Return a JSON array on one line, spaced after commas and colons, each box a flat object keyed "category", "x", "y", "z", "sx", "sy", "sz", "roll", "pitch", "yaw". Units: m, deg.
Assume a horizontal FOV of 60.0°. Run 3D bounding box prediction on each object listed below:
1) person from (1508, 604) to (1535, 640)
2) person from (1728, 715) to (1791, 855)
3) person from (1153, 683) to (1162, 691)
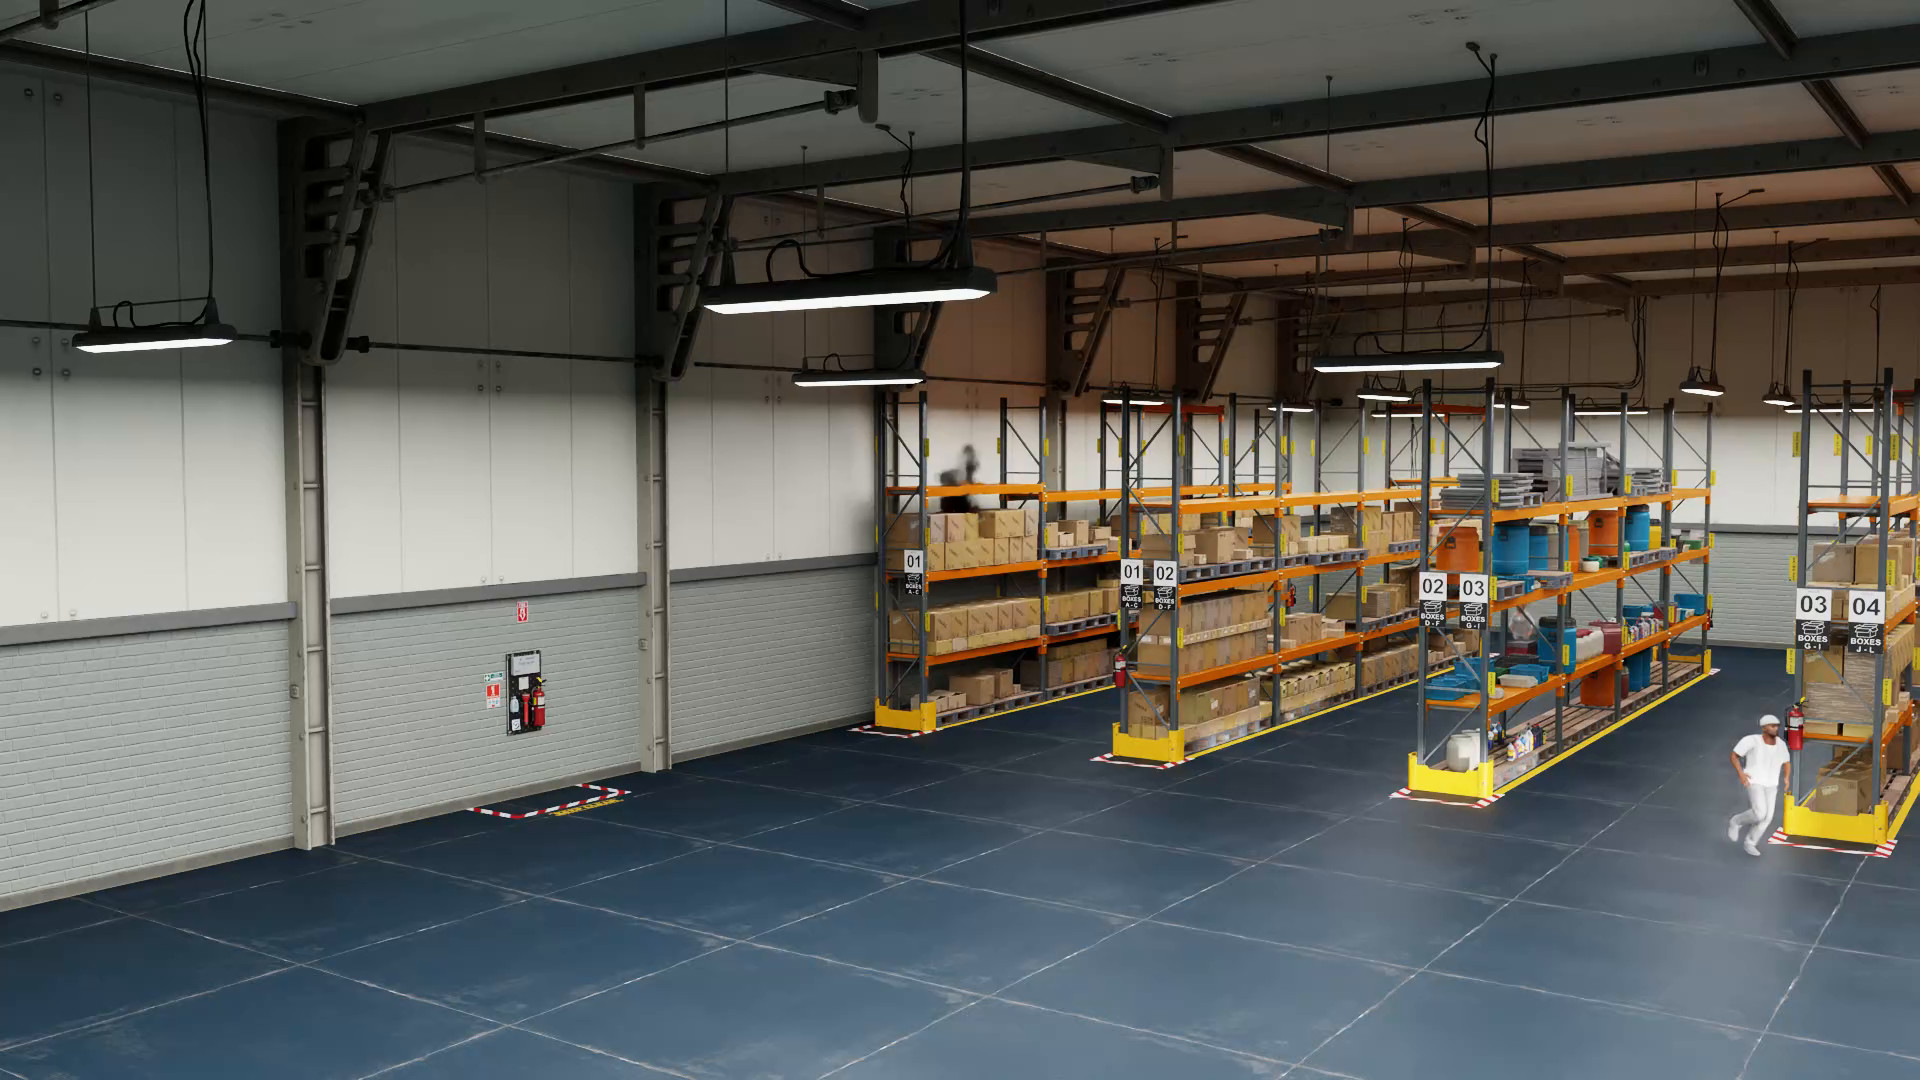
[{"category": "person", "x": 12.614, "y": 2.156, "z": 37.387, "sx": 0.571, "sy": 1.558, "sz": 0.580, "roll": 2, "pitch": 4, "yaw": 31}, {"category": "person", "x": 9.950, "y": 3.015, "z": 20.621, "sx": 0.728, "sy": 1.722, "sz": 0.562, "roll": -1, "pitch": 3, "yaw": -10}, {"category": "person", "x": 3.806, "y": 2.374, "z": 31.553, "sx": 0.638, "sy": 1.737, "sz": 0.564, "roll": 2, "pitch": 4, "yaw": 32}]
